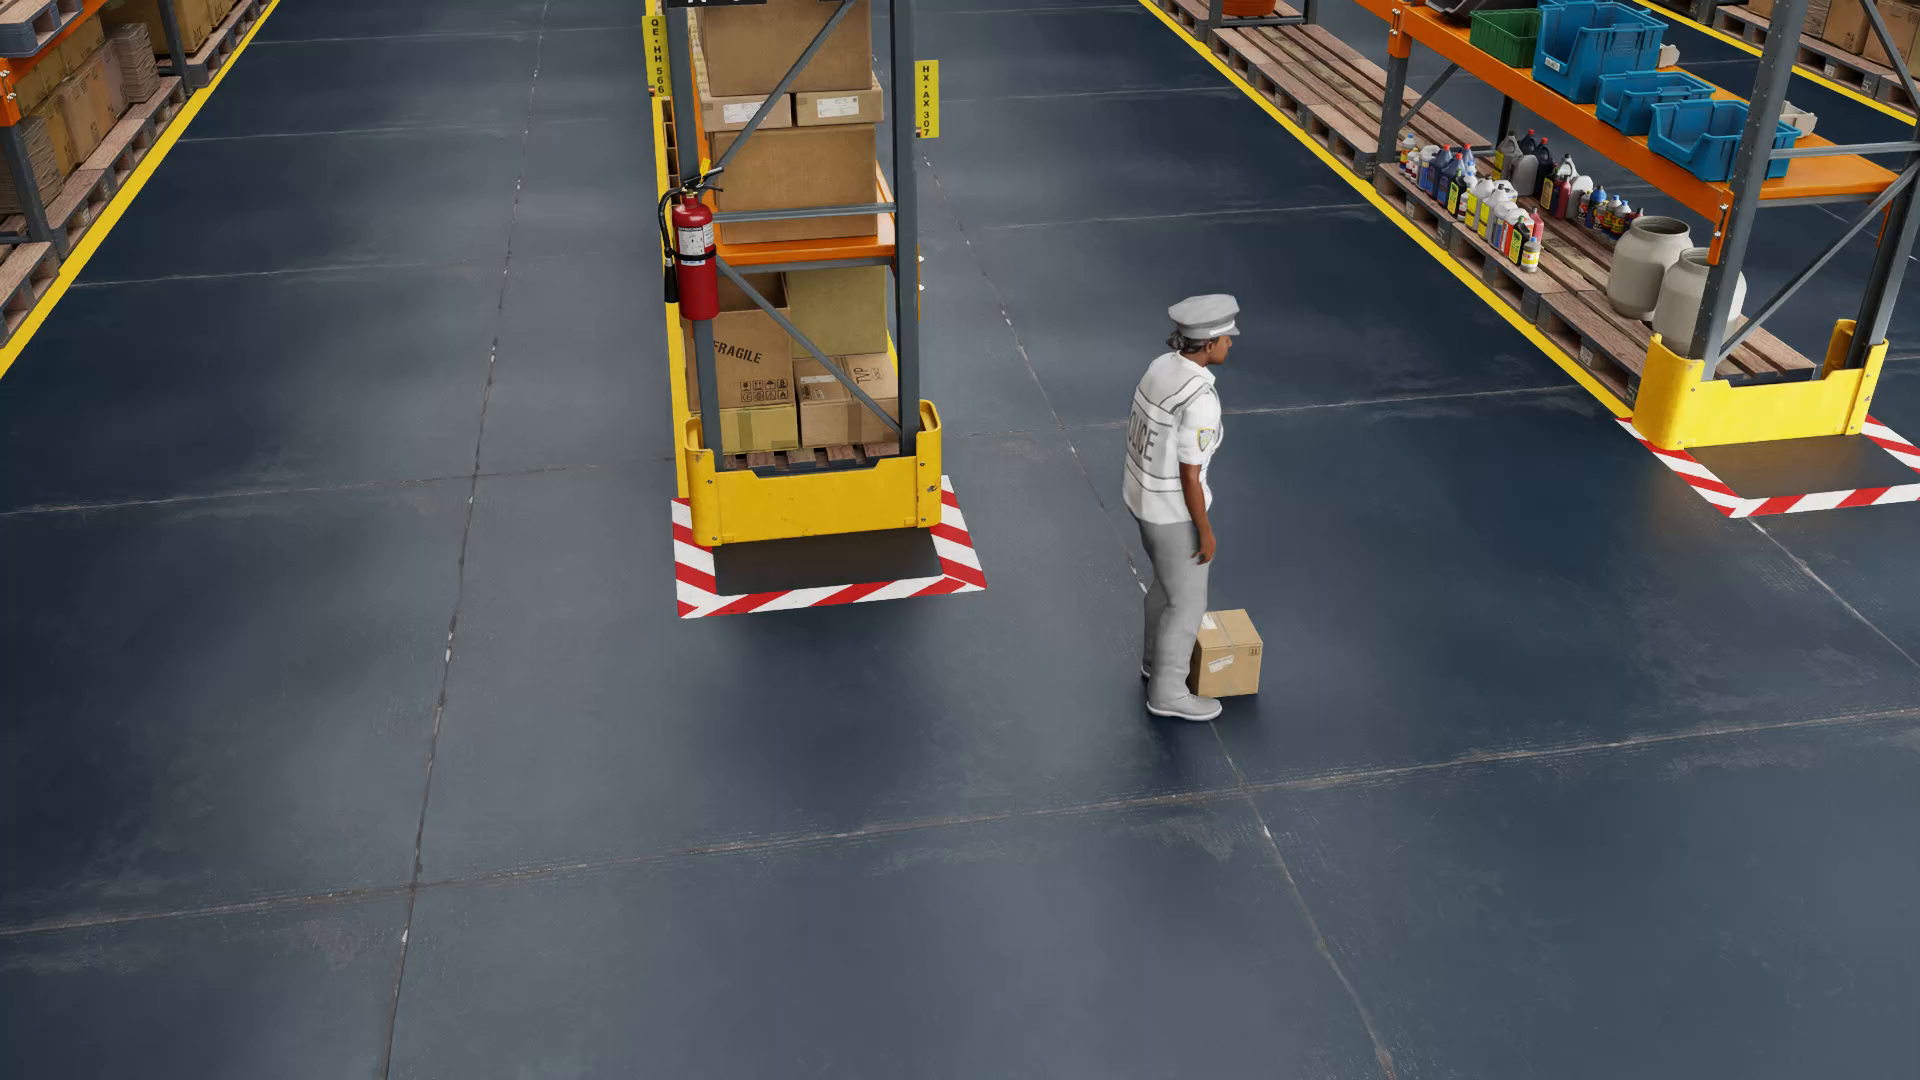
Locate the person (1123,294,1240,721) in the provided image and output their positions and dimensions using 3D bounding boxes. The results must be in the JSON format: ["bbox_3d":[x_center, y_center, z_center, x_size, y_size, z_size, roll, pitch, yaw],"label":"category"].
[{"bbox_3d":[0.844,-0.122,6.333,0.420,1.664,0.531,-7,32,-11],"label":"person"}]
